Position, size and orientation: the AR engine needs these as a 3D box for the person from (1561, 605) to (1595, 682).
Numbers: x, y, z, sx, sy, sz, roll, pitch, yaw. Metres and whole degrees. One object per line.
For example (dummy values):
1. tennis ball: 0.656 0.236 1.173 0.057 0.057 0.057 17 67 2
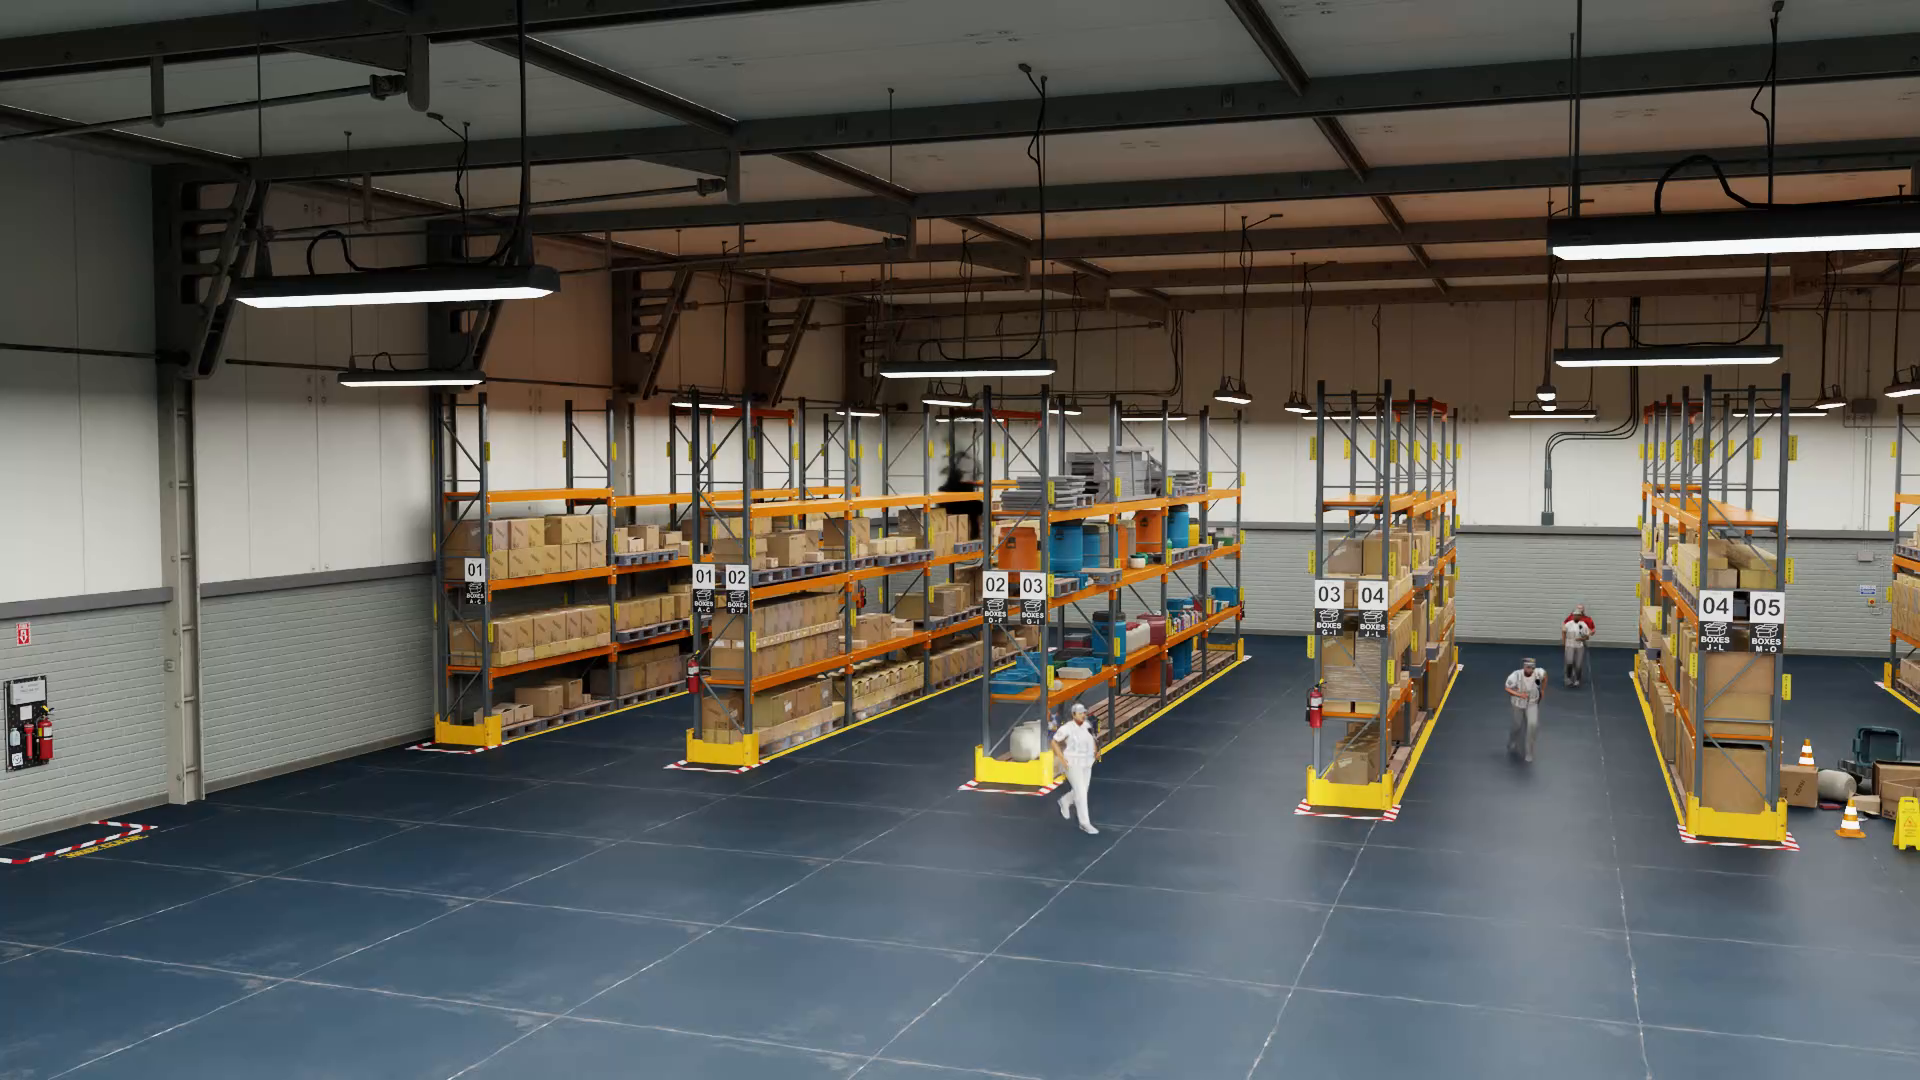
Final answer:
1. person: 13.507 2.246 36.356 0.705 1.686 0.705 2 4 31

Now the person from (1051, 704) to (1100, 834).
1. person: 1.552 2.993 22.044 0.629 1.658 0.885 -2 4 -37

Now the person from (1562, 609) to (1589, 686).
1. person: 13.027 2.280 35.232 0.554 1.667 0.646 1 3 24

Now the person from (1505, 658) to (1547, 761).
1. person: 9.246 2.757 27.266 0.704 1.728 1.014 0 3 4
